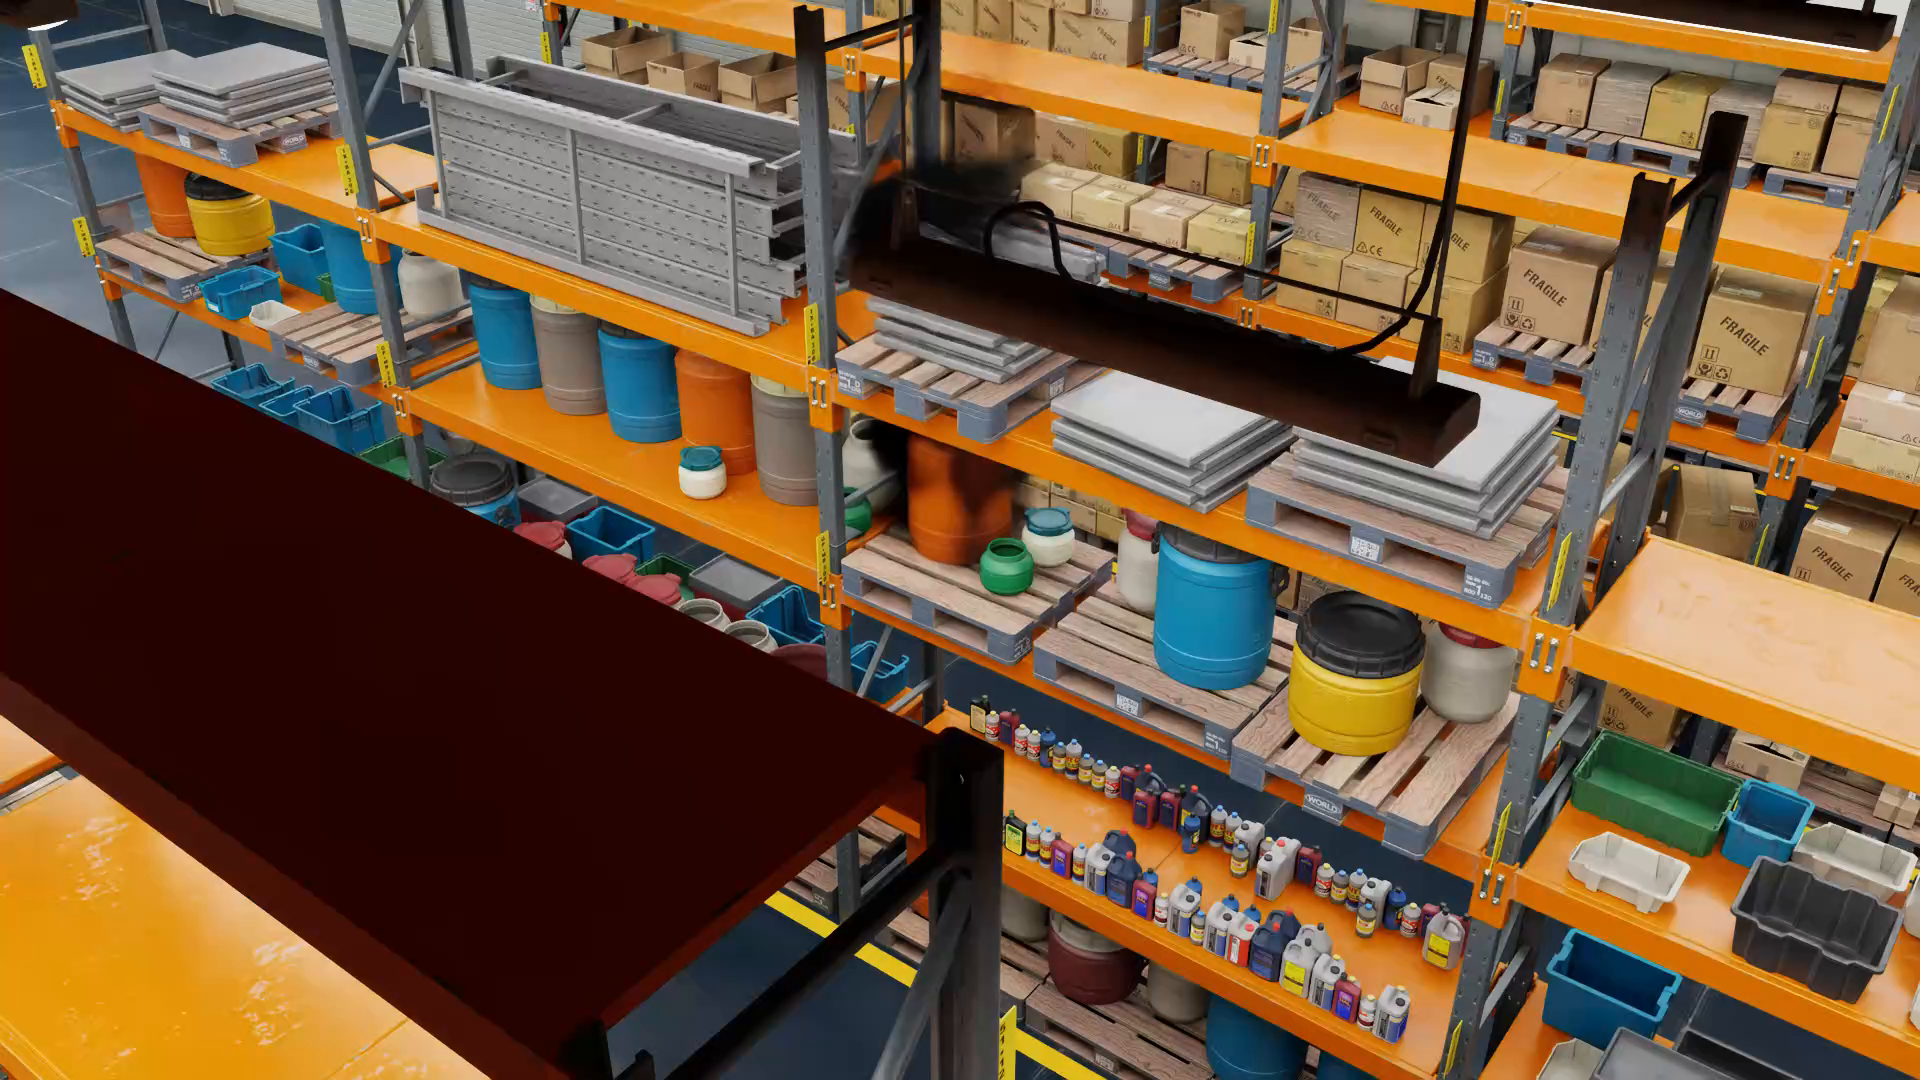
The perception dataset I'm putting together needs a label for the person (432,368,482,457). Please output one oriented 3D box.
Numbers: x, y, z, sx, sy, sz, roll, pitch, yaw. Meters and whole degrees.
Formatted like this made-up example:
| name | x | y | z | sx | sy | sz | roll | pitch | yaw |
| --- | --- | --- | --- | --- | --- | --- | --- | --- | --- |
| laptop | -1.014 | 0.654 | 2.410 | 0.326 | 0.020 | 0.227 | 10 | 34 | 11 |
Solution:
| name | x | y | z | sx | sy | sz | roll | pitch | yaw |
| --- | --- | --- | --- | --- | --- | --- | --- | --- | --- |
| person | -4.515 | -0.954 | 15.163 | 0.800 | 1.854 | 0.642 | 21 | 37 | 31 |
